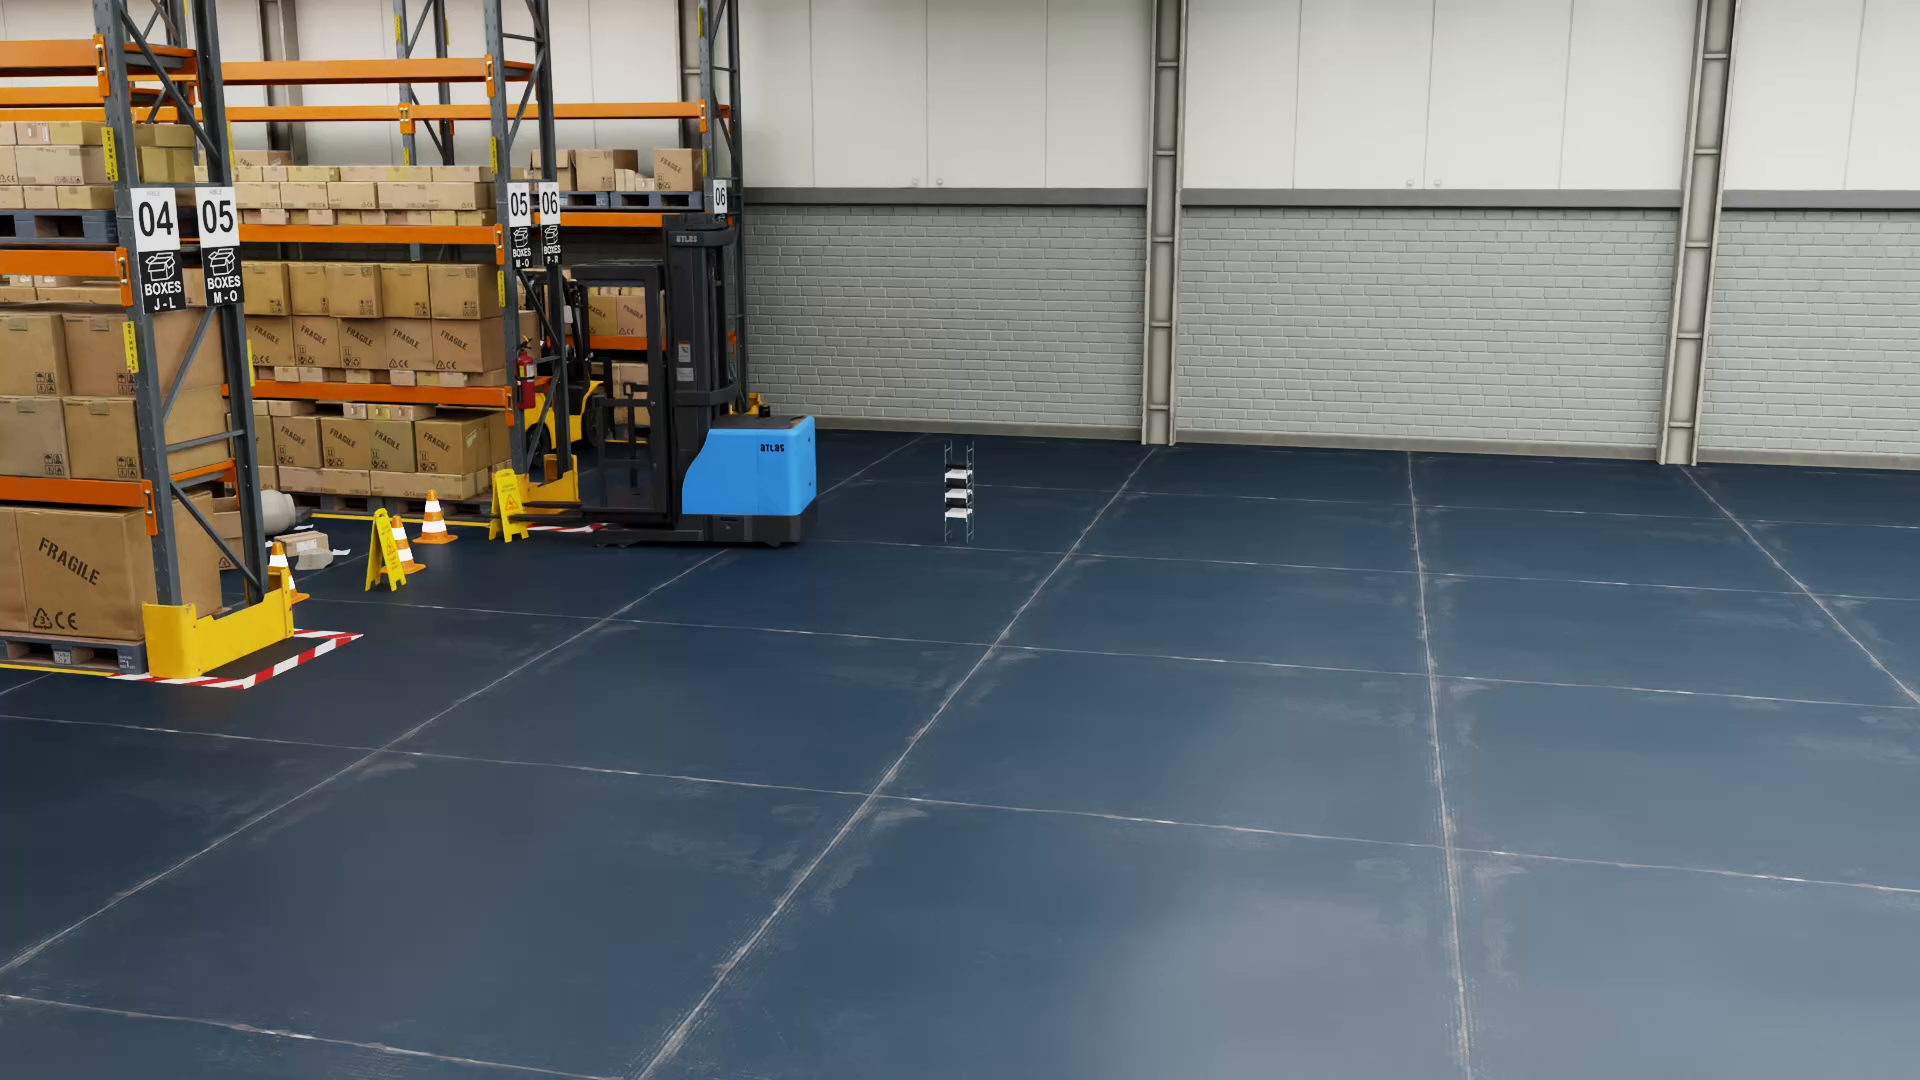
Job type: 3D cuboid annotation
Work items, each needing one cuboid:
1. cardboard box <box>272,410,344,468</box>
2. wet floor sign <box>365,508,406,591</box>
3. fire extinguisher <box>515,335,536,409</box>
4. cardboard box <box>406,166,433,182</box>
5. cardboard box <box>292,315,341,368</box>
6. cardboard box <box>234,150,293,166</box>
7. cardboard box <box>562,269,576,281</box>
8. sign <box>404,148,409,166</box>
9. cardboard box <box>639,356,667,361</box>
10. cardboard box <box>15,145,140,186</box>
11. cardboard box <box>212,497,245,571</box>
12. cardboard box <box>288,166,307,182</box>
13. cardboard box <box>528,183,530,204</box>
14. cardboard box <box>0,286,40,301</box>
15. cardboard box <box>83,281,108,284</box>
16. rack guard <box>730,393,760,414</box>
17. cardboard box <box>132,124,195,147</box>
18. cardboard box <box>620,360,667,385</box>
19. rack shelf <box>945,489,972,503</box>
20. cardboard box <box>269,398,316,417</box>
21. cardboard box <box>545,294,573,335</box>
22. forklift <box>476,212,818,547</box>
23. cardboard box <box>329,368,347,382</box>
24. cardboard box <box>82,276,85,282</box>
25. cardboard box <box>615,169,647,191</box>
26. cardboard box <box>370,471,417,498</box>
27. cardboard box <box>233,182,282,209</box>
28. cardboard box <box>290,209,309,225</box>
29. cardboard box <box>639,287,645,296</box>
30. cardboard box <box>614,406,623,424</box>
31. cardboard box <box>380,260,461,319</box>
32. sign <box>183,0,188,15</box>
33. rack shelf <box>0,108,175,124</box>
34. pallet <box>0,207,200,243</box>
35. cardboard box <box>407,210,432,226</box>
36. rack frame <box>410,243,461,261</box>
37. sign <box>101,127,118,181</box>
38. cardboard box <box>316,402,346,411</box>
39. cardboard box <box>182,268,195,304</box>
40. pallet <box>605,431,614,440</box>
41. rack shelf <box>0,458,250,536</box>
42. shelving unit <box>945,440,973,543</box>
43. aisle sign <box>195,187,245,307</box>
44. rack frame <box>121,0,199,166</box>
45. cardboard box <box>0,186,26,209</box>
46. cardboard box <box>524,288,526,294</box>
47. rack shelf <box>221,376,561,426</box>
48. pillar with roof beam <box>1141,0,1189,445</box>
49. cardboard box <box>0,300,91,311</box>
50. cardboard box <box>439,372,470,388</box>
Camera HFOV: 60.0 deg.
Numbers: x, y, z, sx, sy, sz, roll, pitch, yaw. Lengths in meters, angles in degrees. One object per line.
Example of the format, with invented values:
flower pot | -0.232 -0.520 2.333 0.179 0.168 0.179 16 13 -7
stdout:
cardboard box | -6.430 -1.010 16.509 0.500 0.500 0.500 4 13 16
wet floor sign | -4.665 0.067 13.442 0.232 0.644 0.267 1 13 4
fire extinguisher | -4.079 -1.573 15.578 0.183 0.674 0.296 3 13 14
cardboard box | -4.972 -3.431 15.587 0.250 0.149 0.380 3 13 13
cardboard box | -6.131 -1.962 16.234 0.500 0.500 0.500 3 13 14
cardboard box | -9.028 -4.798 21.579 0.500 0.500 0.500 3 13 15
cardboard box | -4.783 -3.321 20.862 0.250 0.149 0.380 3 13 14
sign | -6.898 -4.721 20.742 0.005 0.325 0.100 3 13 14
cardboard box | -3.802 -2.198 21.288 0.500 0.250 0.500 3 13 14
cardboard box | -5.710 -2.424 10.770 0.500 0.250 0.500 3 13 14
cardboard box | -6.392 -0.054 14.314 0.637 0.503 0.797 -6 14 -25
cardboard box | -6.207 -3.504 15.916 0.250 0.149 0.380 3 13 15
cardboard box | -4.504 -3.332 16.062 0.500 0.250 0.500 3 13 13
cardboard box | -9.448 -2.350 17.012 0.500 0.500 0.500 4 13 15
cardboard box | -9.313 -2.459 17.507 0.500 0.500 0.500 3 13 13
rack guard | -2.871 -1.536 21.004 0.348 0.500 1.175 3 13 14
cardboard box | -5.416 -2.737 11.257 0.250 0.149 0.380 3 13 14
cardboard box | -3.913 -2.092 20.808 0.500 0.250 0.500 3 13 15
rack shelf | -0.008 -0.407 15.145 0.200 0.077 0.258 3 13 14
cardboard box | -6.587 -1.321 16.411 0.250 0.149 0.380 4 13 17
cardboard box | -4.925 -2.856 20.951 0.500 0.500 0.500 3 13 14
forklift | -2.889 -1.479 15.133 3.031 2.935 1.130 1 13 5
cardboard box | -5.974 -1.649 16.321 0.250 0.149 0.380 3 13 14
cardboard box | -9.415 -2.771 17.411 0.250 0.149 0.380 4 13 17
cardboard box | -4.018 -4.403 20.337 0.258 0.266 0.396 3 13 14
cardboard box | -5.430 -0.590 16.348 0.500 0.250 0.500 3 13 14
cardboard box | -6.616 -3.324 16.024 0.500 0.250 0.500 3 13 14
cardboard box | -6.220 -3.115 16.003 0.250 0.149 0.380 3 13 14
cardboard box | -3.791 -3.116 20.623 0.250 0.149 0.380 3 13 15
cardboard box | -4.390 -1.634 21.052 0.500 0.250 0.500 3 13 14
cardboard box | -5.118 -2.404 15.920 0.500 0.500 0.700 3 13 14
sign | -7.816 -5.458 16.719 0.005 0.325 0.100 3 13 14
rack shelf | -12.603 -5.659 22.549 4.000 0.370 1.077 3 13 14
pallet | -5.891 -2.125 11.166 1.213 0.211 1.003 3 13 14
cardboard box | -4.993 -3.042 15.675 0.250 0.149 0.380 3 13 15
rack frame | -6.778 -2.965 21.674 0.127 3.000 1.000 3 13 14
sign | -5.311 -2.412 10.394 0.005 0.325 0.100 3 13 14
cardboard box | -6.335 -1.124 17.020 0.500 0.500 0.500 4 13 17
cardboard box | -7.588 -2.535 16.509 0.500 0.500 0.700 3 13 13
pallet | -4.828 -1.491 21.467 1.213 0.211 1.003 3 13 14
rack shelf | -7.110 -0.420 11.863 4.000 0.370 1.077 3 13 14
shelving unit | -0.008 -0.440 15.138 0.210 0.900 0.258 3 13 14
aisle sign | -5.027 -1.996 11.304 0.004 0.787 0.394 3 13 14
rack frame | -7.964 -4.850 16.319 0.127 3.000 1.000 3 13 14
cardboard box | -6.066 -2.236 10.839 0.250 0.149 0.380 3 13 14
cardboard box | -5.296 -3.186 20.942 0.250 0.149 0.380 3 13 12
rack shelf | -6.022 -1.466 16.579 4.000 0.370 1.077 3 13 14
pillar with roof beam | 1.439 -4.696 15.622 0.400 9.000 9.100 3 13 14
cardboard box | -6.586 -1.362 11.609 0.550 0.550 0.875 3 13 14
cardboard box | -4.767 -1.555 15.899 0.250 0.149 0.380 3 13 13
